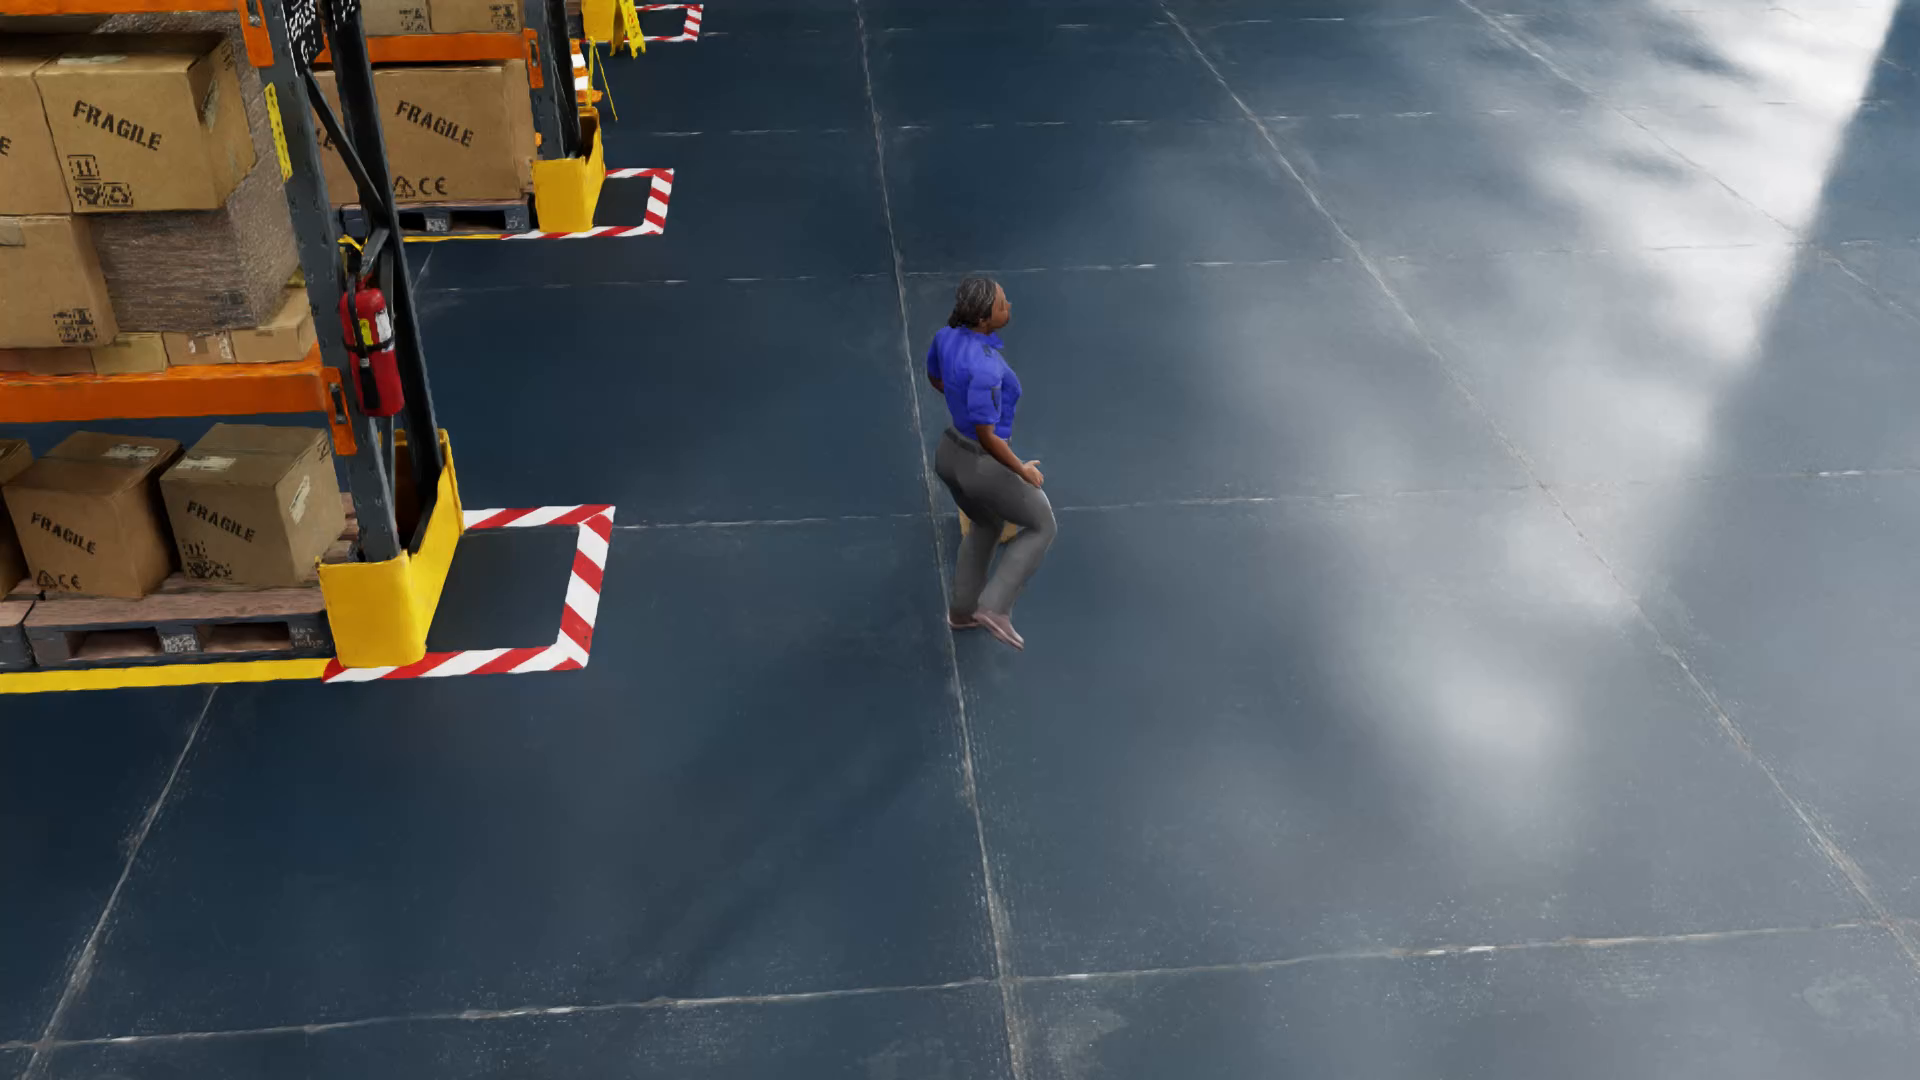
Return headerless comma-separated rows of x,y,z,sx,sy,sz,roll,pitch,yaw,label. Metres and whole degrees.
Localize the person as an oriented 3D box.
0.113,-0.326,6.719,0.472,1.627,0.621,-20,37,-29,person
